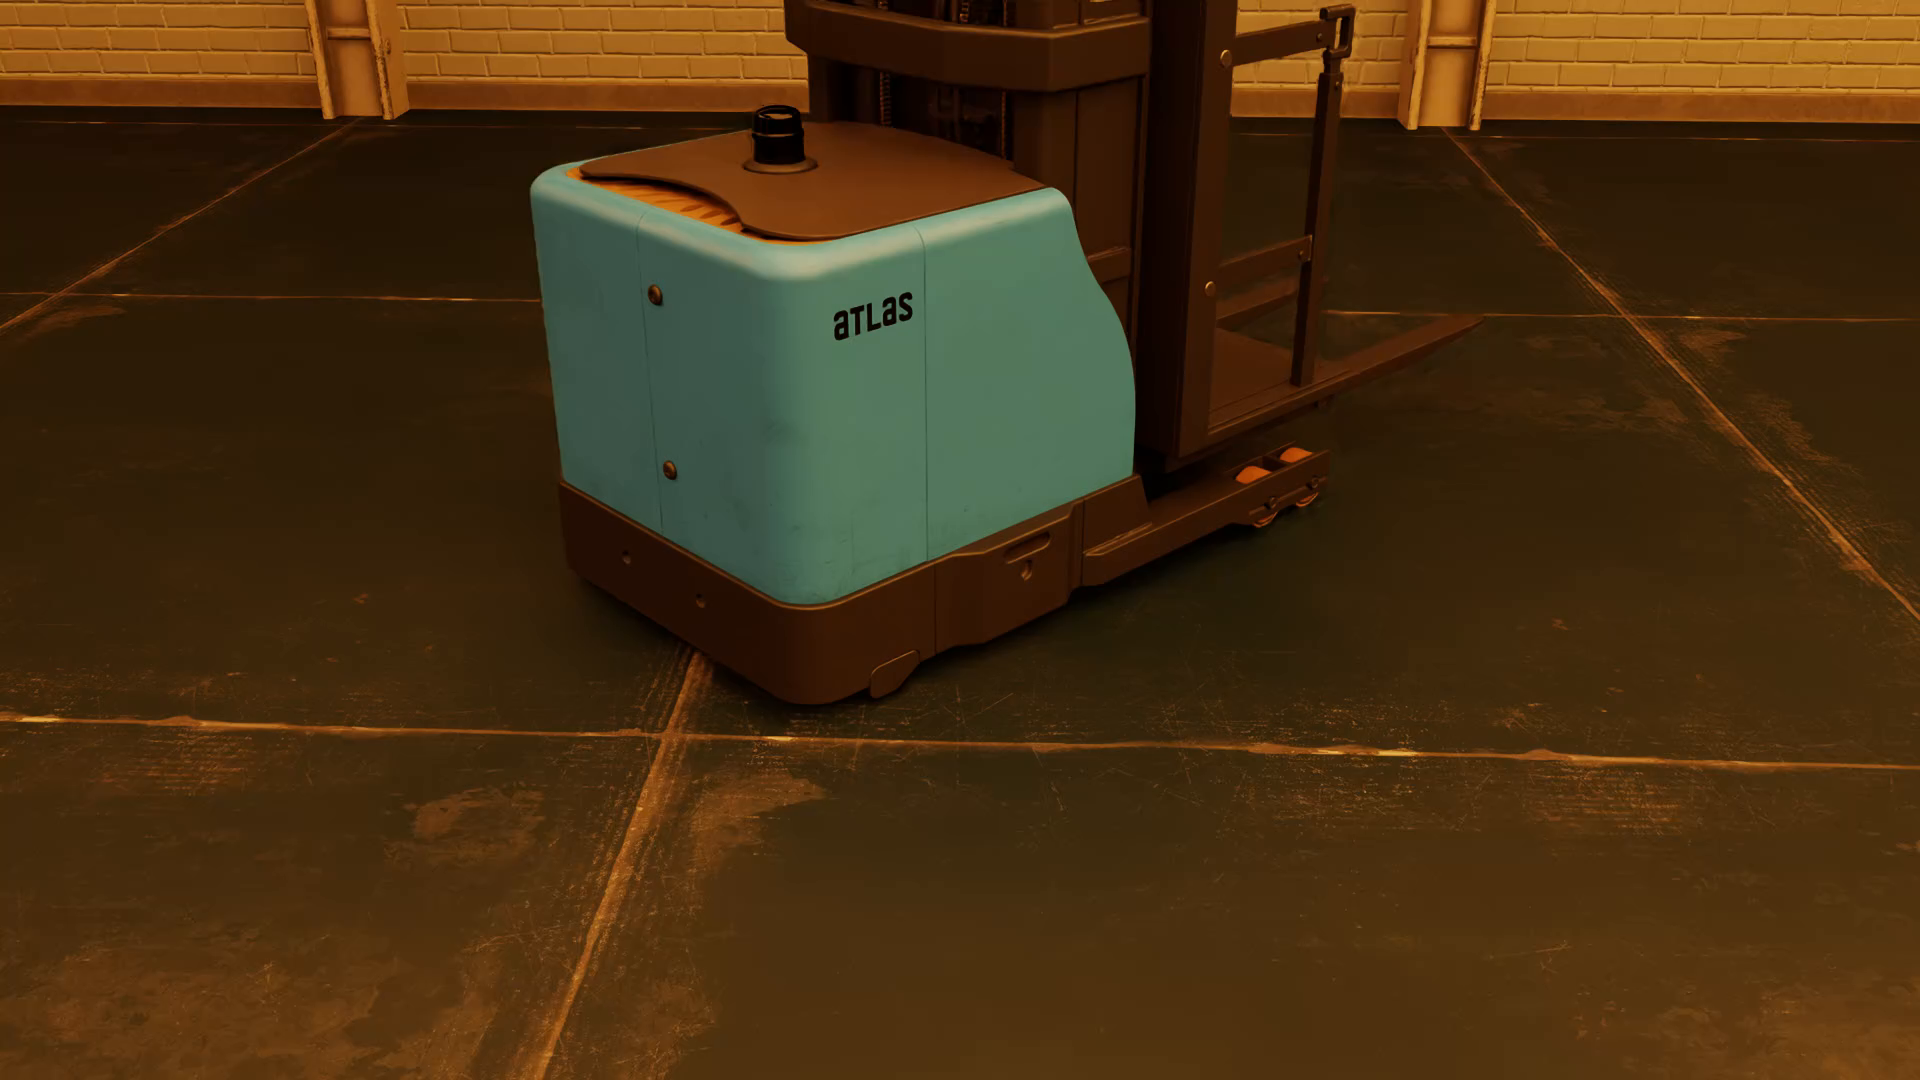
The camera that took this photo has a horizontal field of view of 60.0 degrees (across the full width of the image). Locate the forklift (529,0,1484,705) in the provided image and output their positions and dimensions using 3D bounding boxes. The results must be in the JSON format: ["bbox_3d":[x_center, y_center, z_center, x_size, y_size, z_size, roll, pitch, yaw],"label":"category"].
[{"bbox_3d":[0.408,-1.498,4.246,3.031,2.935,1.130,-23,34,-38],"label":"forklift"}]
